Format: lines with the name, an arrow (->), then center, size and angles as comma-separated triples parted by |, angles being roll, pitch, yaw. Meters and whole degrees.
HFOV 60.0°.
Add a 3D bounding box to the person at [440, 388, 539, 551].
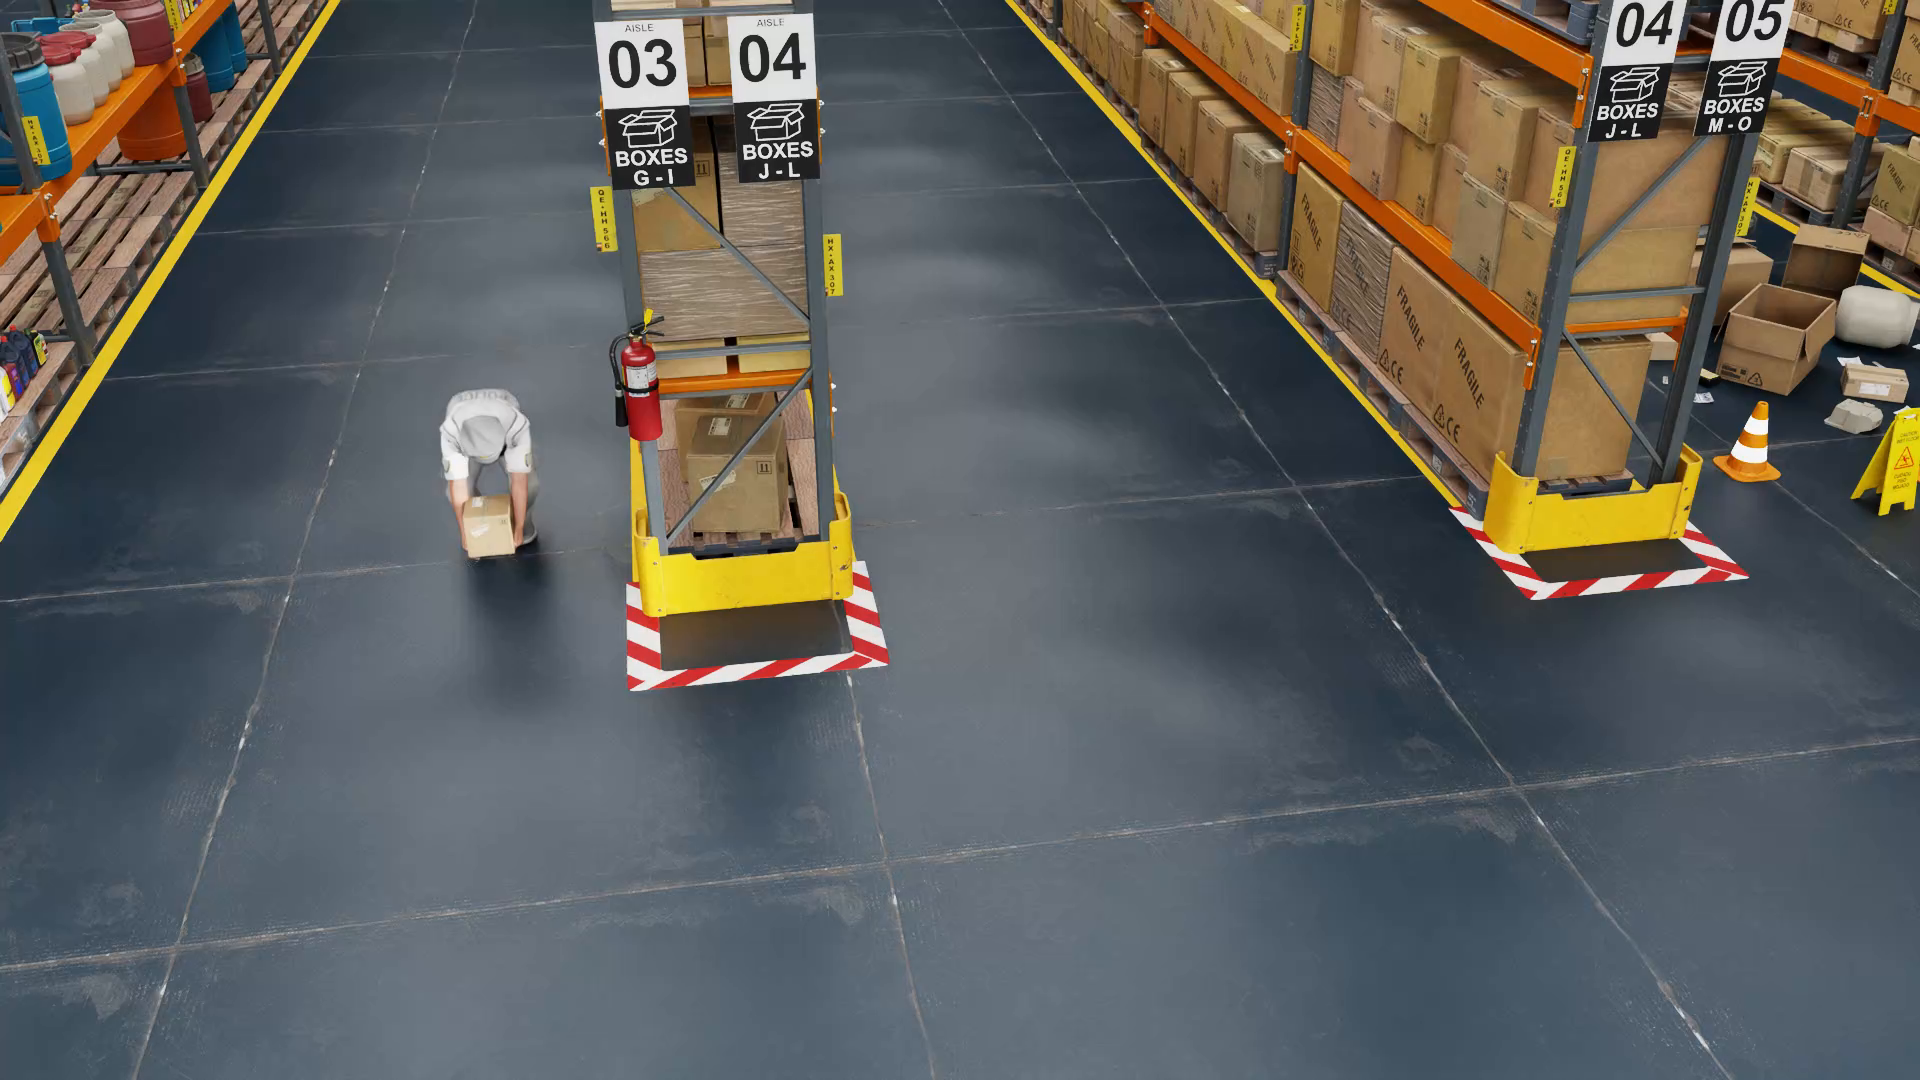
person -> -2.698, -0.403, 9.544 | 0.526, 1.018, 1.010 | -6, 31, -11
